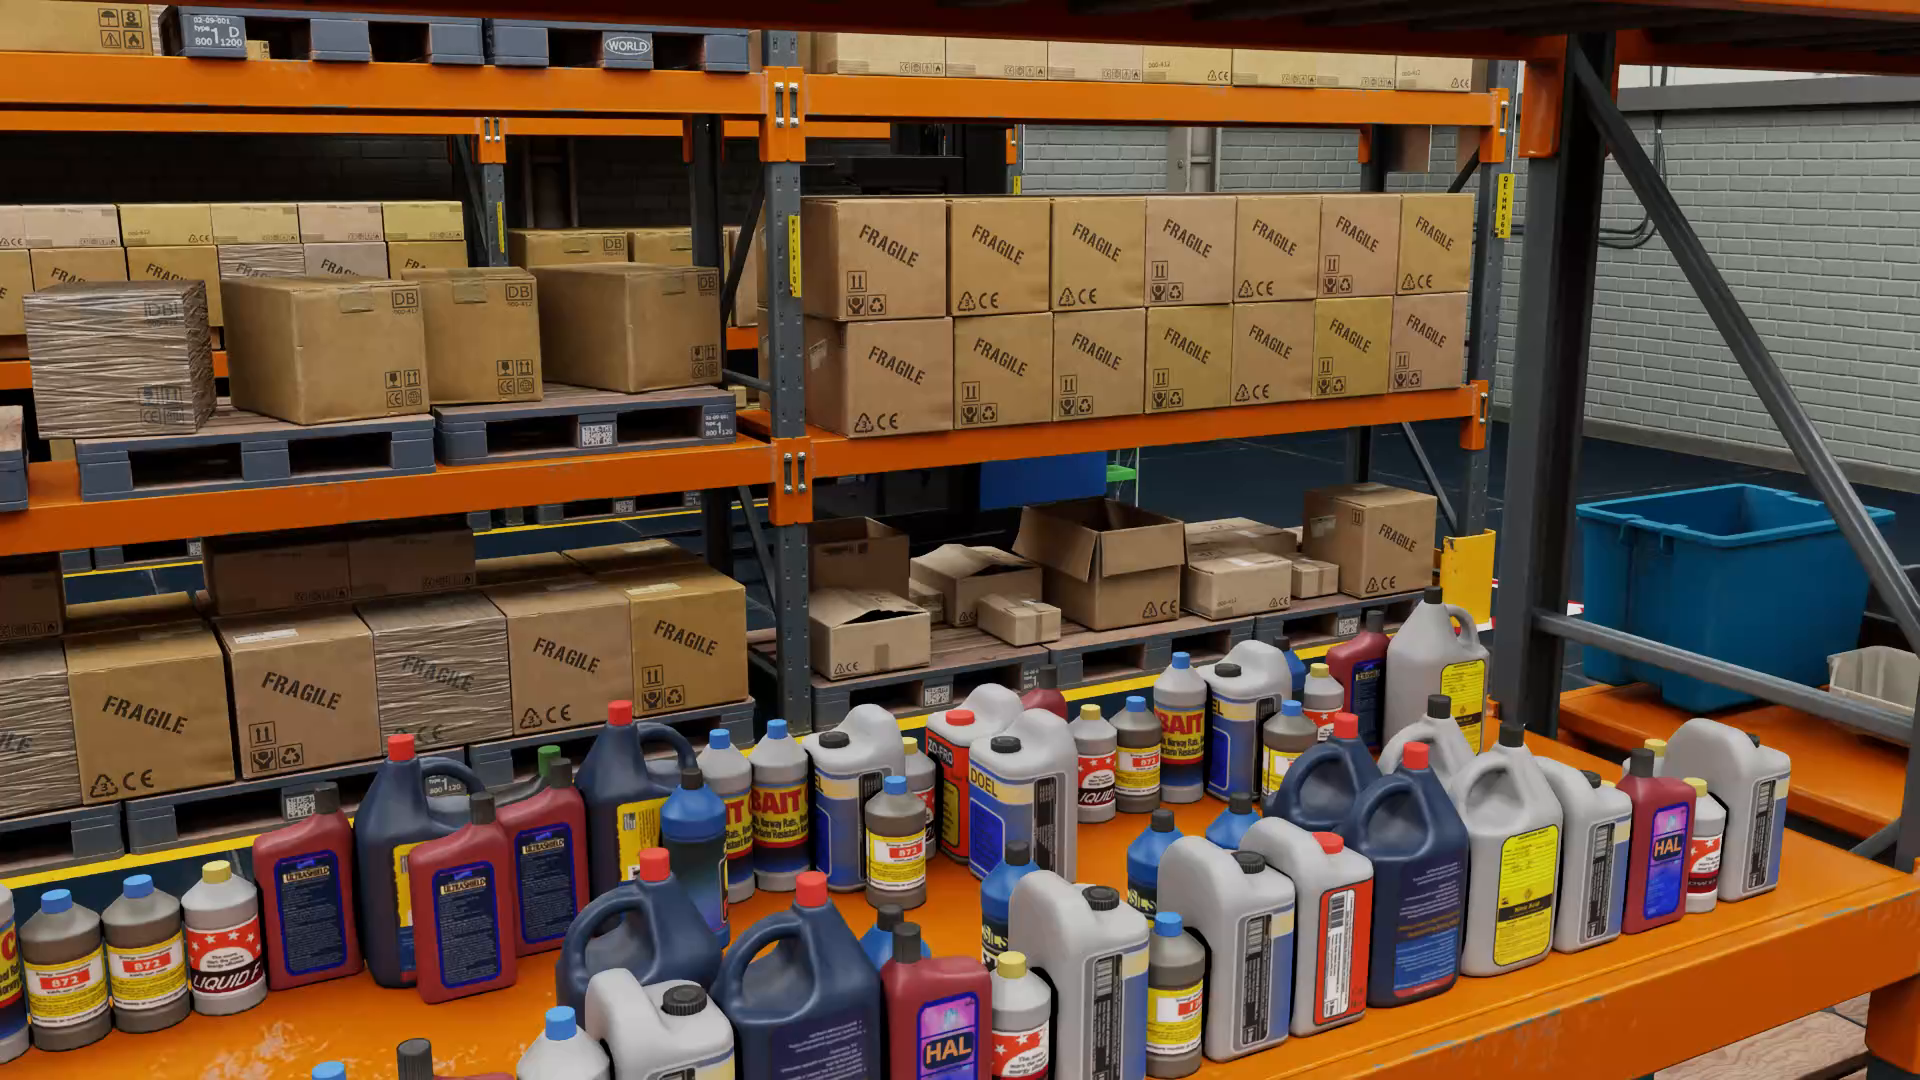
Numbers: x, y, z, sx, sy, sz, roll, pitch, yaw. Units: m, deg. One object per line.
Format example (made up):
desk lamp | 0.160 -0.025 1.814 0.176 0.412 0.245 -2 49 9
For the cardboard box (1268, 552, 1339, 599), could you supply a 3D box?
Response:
cardboard box | 1.811 0.179 8.934 0.250 0.166 0.380 -7 14 -28

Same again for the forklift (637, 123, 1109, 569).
forklift | -0.529 -1.357 10.463 3.031 2.935 1.130 -8 15 -31

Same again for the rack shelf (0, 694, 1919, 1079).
rack shelf | -0.328 0.818 2.279 4.000 0.370 1.077 -7 14 -28

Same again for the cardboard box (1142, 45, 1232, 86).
cardboard box | 0.921 -2.249 7.781 0.500 0.250 0.500 -7 14 -28

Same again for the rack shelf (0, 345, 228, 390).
rack shelf | -5.075 -1.091 10.763 4.000 0.370 1.077 -7 14 -28

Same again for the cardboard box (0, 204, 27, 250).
cardboard box | -5.837 -1.856 9.864 0.500 0.250 0.500 -7 14 -29

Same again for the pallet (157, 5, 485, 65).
pallet | -2.457 -1.905 6.338 1.003 0.211 1.213 -7 14 -28

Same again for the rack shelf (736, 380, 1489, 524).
rack shelf | 0.813 -0.557 8.393 4.000 0.370 1.077 -7 14 -28

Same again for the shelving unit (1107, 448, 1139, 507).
shelving unit | 0.975 -0.722 11.583 0.503 1.200 0.258 -8 15 -31

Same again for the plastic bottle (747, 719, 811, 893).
plastic bottle | -0.292 0.424 2.687 0.097 0.271 0.097 0 13 0

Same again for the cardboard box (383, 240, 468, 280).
cardboard box | -3.604 -1.759 11.141 0.500 0.500 0.500 -7 15 -29

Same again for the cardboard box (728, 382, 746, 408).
cardboard box | -1.768 -1.069 12.286 0.250 0.149 0.380 -7 15 -29

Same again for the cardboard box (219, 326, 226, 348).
cardboard box | -4.616 -1.324 10.687 0.250 0.149 0.380 -7 15 -29

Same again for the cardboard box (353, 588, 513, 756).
cardboard box | -2.117 0.517 6.671 0.500 0.500 0.500 -7 14 -27

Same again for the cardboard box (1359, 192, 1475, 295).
cardboard box | 2.310 -1.556 8.684 0.500 0.500 0.500 -7 14 -28

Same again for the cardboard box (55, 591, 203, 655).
cardboard box | -3.291 0.530 6.615 0.500 0.500 0.500 -7 15 -30

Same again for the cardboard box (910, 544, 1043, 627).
cardboard box | 0.080 0.206 8.485 0.500 0.311 0.500 -7 14 -28

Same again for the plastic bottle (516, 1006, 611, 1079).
plastic bottle | -0.420 0.629 1.776 0.097 0.271 0.097 0 13 0

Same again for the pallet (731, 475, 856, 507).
pallet | -1.542 -0.486 12.788 1.213 0.211 1.003 -7 14 -28

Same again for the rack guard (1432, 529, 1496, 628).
rack guard | 2.502 0.109 9.487 0.348 0.500 1.175 -7 14 -28

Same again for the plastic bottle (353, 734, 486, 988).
plastic bottle | -0.770 0.448 2.398 0.185 0.351 0.144 -7 14 -28

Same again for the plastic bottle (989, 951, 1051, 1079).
plastic bottle | 0.063 0.605 2.041 0.097 0.201 0.097 0 13 0

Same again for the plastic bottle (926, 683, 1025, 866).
plastic bottle | 0.026 0.390 2.826 0.135 0.276 0.152 -7 14 -28

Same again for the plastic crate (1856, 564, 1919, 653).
plastic crate | 2.281 0.192 3.912 0.590 0.125 0.437 -7 14 -28

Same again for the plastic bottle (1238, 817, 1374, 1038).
plastic bottle | 0.473 0.513 2.281 0.135 0.276 0.152 -7 14 -28

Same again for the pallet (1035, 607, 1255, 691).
pallet | 0.733 0.461 8.579 1.213 0.211 1.003 -7 14 -28

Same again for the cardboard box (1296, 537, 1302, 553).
cardboard box | 1.817 0.053 9.493 0.250 0.166 0.380 -7 14 -28

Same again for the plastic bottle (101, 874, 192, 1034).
plastic bottle | -1.107 0.556 2.261 0.097 0.201 0.097 0 13 0

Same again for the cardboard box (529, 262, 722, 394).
cardboard box | -1.465 -0.945 7.292 0.700 0.500 0.500 11 17 41

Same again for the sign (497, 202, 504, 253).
sign | -3.051 -2.075 11.040 0.005 0.325 0.100 -7 14 -28

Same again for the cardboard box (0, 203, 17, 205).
cardboard box | -6.100 -1.952 10.294 0.500 0.250 0.500 -7 15 -30

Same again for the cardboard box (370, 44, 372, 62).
cardboard box | -4.144 -3.308 10.913 0.500 0.500 0.700 -8 15 -31

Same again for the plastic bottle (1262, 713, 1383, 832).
plastic bottle | 0.546 0.432 2.468 0.185 0.351 0.144 -7 14 -28

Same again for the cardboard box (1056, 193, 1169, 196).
cardboard box | 0.711 -1.498 8.427 0.500 0.500 0.500 -7 14 -28

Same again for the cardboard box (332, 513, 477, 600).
cardboard box | -2.362 0.050 7.038 0.500 0.250 0.500 -7 14 -28

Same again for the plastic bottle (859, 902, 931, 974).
plastic bottle | -0.083 0.573 2.023 0.097 0.271 0.097 0 13 0

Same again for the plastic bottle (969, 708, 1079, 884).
plastic bottle | 0.099 0.420 2.696 0.135 0.276 0.152 -7 14 -28

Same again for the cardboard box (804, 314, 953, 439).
cardboard box | -0.365 -0.748 7.373 0.500 0.500 0.500 -6 14 -26

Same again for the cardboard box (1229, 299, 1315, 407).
cardboard box | 1.412 -0.961 8.321 0.500 0.500 0.500 -7 14 -27

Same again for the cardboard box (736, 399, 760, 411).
cardboard box | -1.720 -0.802 12.579 0.500 0.500 0.700 -6 14 -27

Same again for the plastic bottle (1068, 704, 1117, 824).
plastic bottle | 0.232 0.395 2.974 0.097 0.201 0.097 0 13 0

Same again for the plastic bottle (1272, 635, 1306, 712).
plastic bottle | 0.606 0.316 3.166 0.097 0.271 0.097 0 13 0

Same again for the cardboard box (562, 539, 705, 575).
cardboard box | -1.484 0.311 7.587 0.500 0.500 0.500 -8 15 -30

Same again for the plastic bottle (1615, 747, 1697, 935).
plastic bottle | 1.055 0.451 2.540 0.133 0.283 0.061 -7 14 -28

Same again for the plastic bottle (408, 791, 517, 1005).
plastic bottle | -0.698 0.498 2.330 0.133 0.283 0.061 -7 14 -28

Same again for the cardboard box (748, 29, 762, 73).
cardboard box | -0.643 -2.191 7.521 0.500 0.250 0.500 -7 14 -28

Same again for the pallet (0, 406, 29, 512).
pallet | -3.892 -0.268 5.907 1.003 0.211 1.213 -7 14 -28

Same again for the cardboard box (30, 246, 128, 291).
cardboard box | -5.381 -1.542 10.179 0.500 0.500 0.500 -7 14 -28

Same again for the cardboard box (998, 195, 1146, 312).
cardboard box | 0.510 -1.338 7.719 0.500 0.500 0.500 -7 15 -30

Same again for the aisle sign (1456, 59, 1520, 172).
aisle sign | 2.775 -2.335 8.733 0.004 0.787 0.394 -7 14 -28

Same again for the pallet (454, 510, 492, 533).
pallet | -3.960 -0.196 11.500 1.213 0.211 1.003 -7 14 -28

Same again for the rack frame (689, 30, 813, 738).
rack frame | -0.942 -0.698 7.379 0.127 3.000 1.000 -7 14 -28

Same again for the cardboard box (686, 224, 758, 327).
cardboard box | -1.558 -2.007 12.511 0.700 0.700 0.980 -8 15 -31
